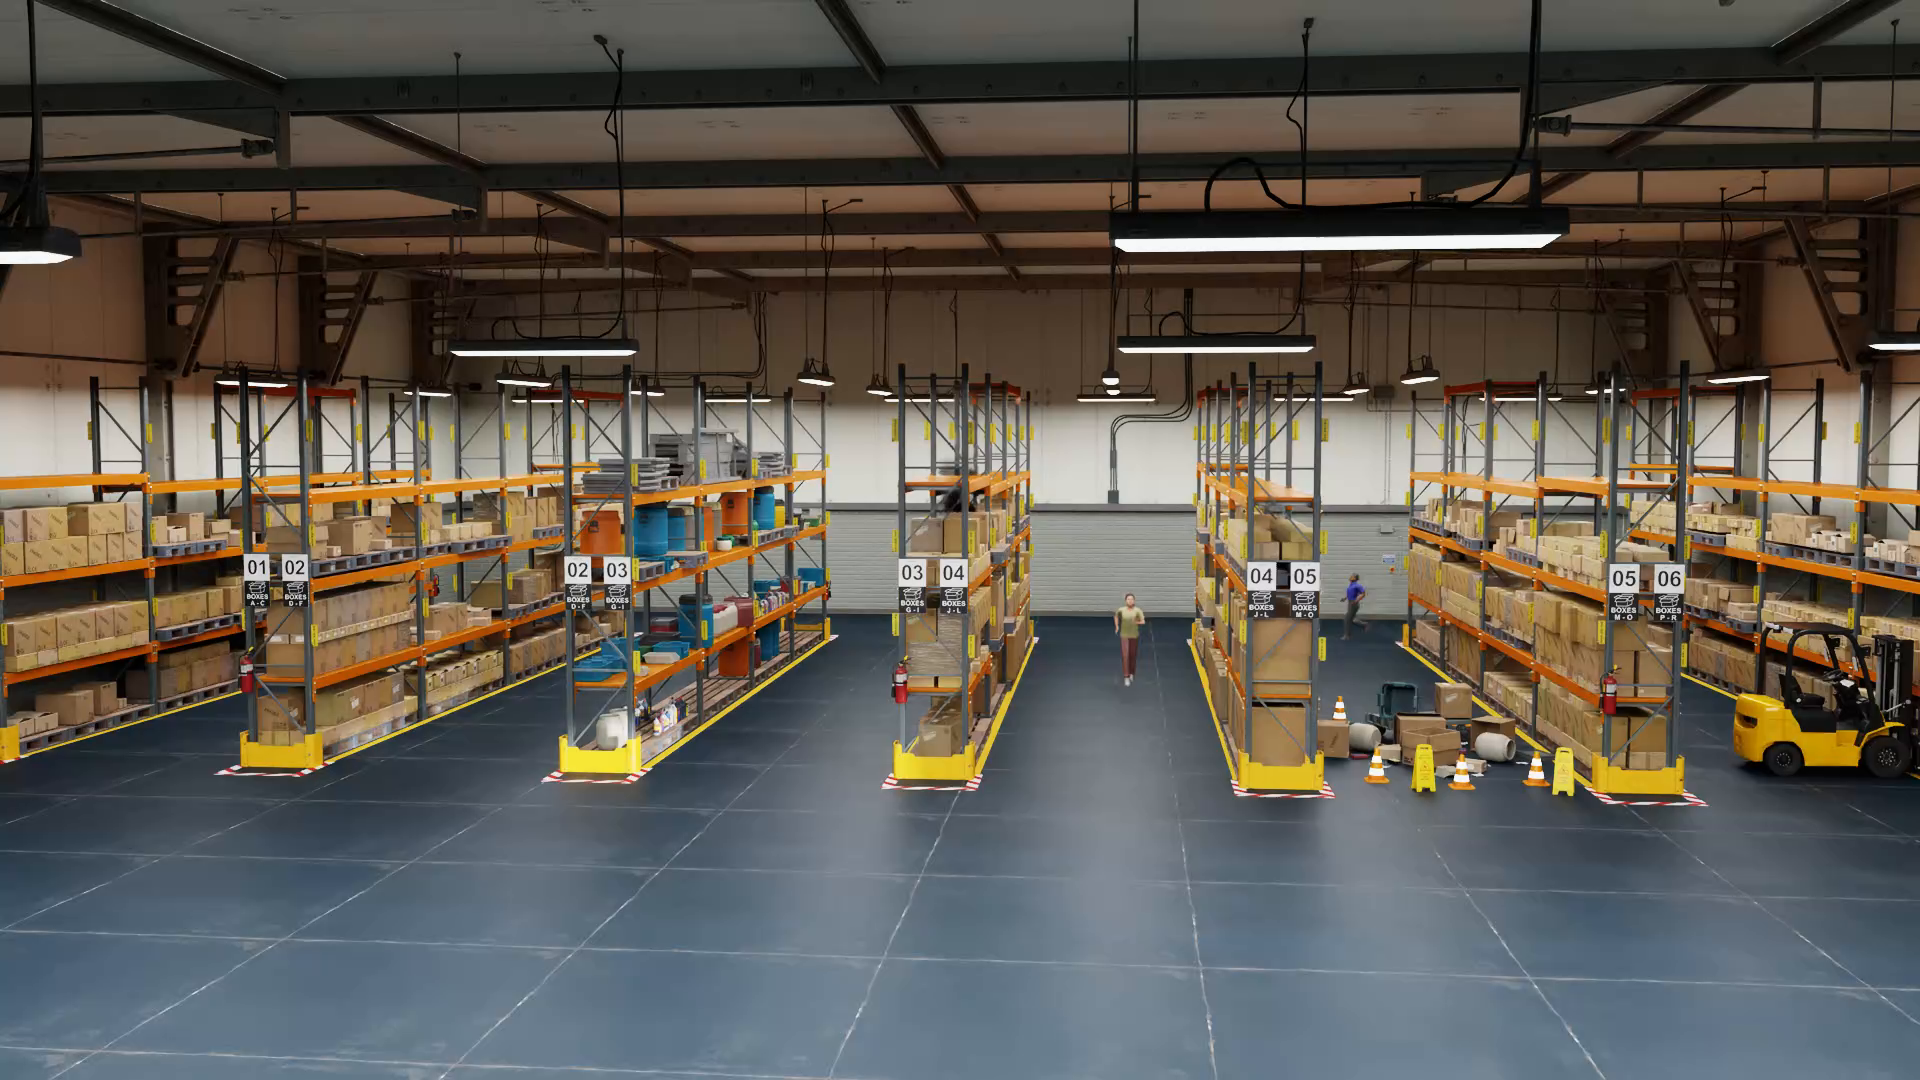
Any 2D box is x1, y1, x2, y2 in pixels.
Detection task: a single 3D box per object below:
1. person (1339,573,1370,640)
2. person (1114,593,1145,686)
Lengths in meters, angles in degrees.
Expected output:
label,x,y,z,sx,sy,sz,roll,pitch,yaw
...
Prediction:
label,x,y,z,sx,sy,sz,roll,pitch,yaw
person,9.589,1.616,40.307,0.791,1.649,0.578,0,4,-6
person,3.194,1.846,31.223,0.568,1.688,0.876,0,4,2
